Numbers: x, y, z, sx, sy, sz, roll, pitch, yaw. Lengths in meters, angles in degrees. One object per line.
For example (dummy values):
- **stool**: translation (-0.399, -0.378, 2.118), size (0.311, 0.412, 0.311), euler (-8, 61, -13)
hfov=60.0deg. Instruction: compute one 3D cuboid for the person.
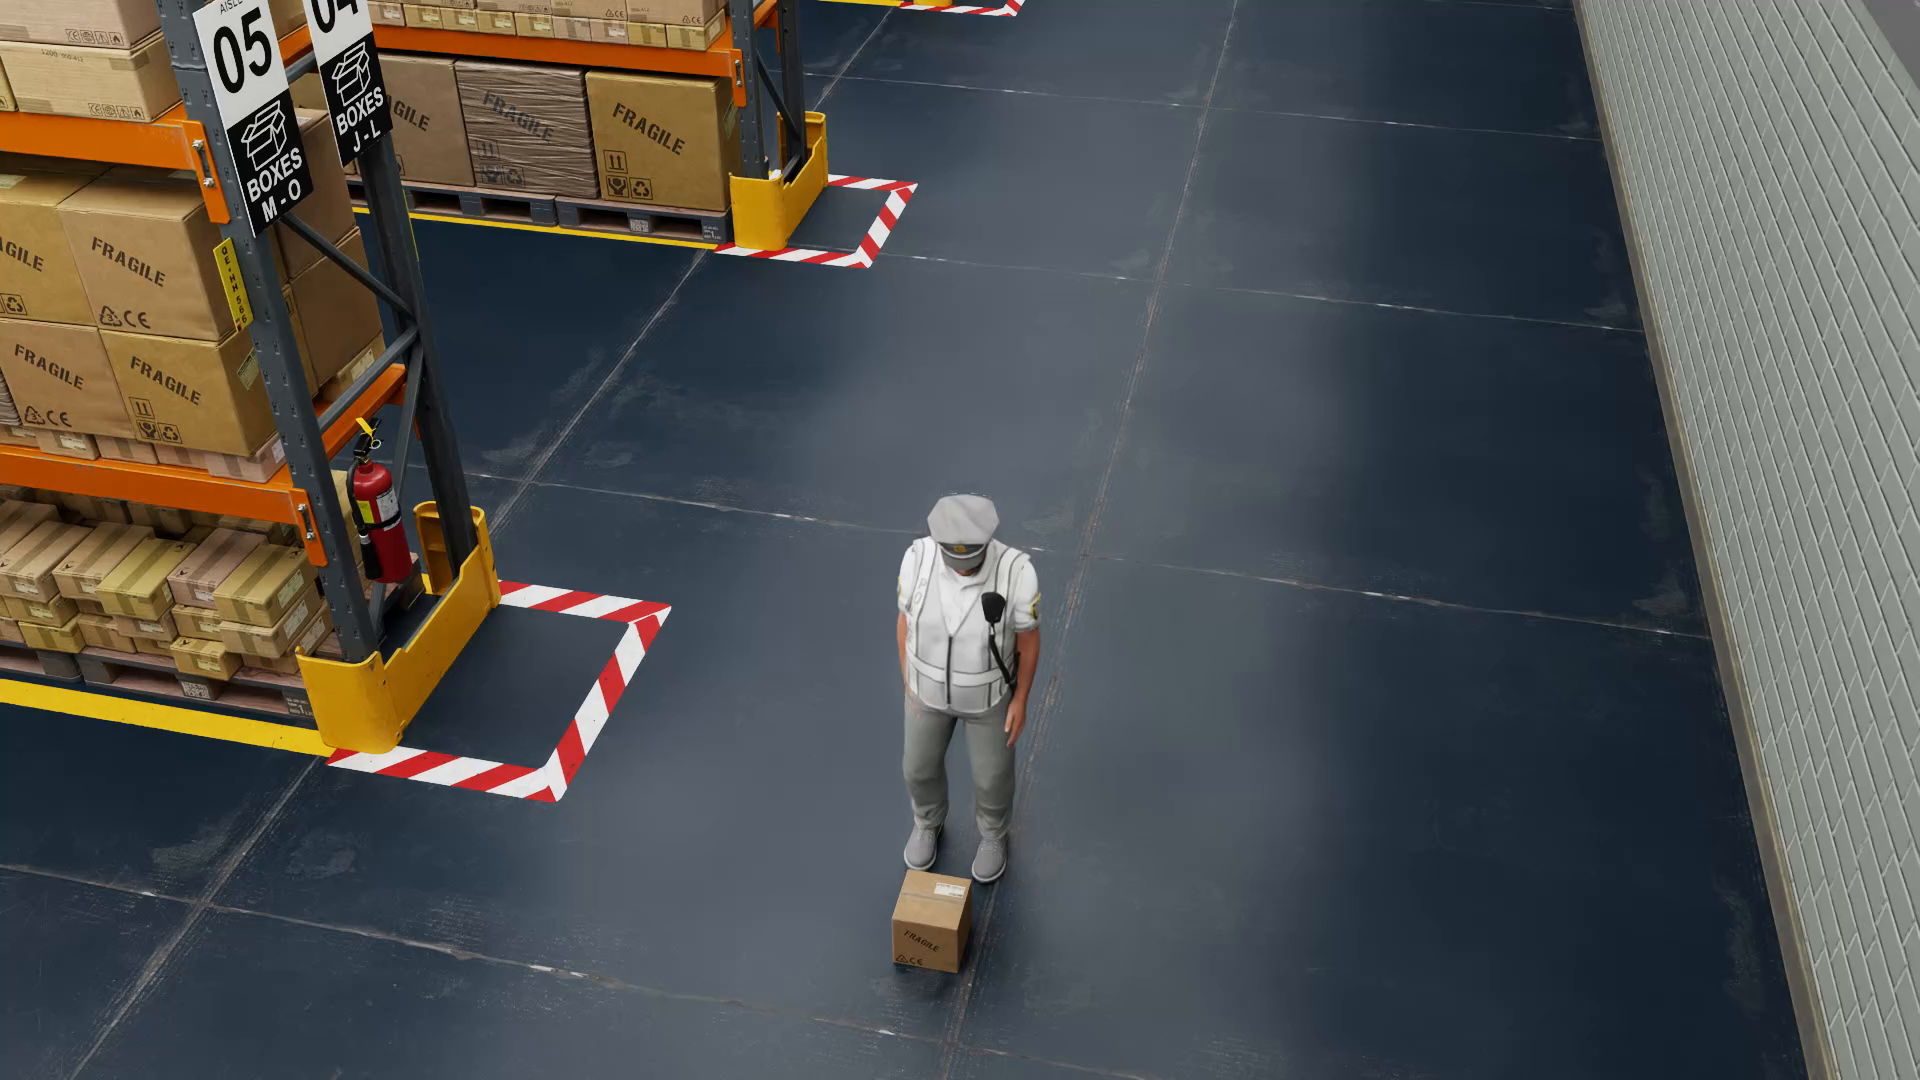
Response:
- **person**: translation (0.028, 0.552, 6.238), size (0.540, 1.729, 0.407), euler (8, 37, 11)
